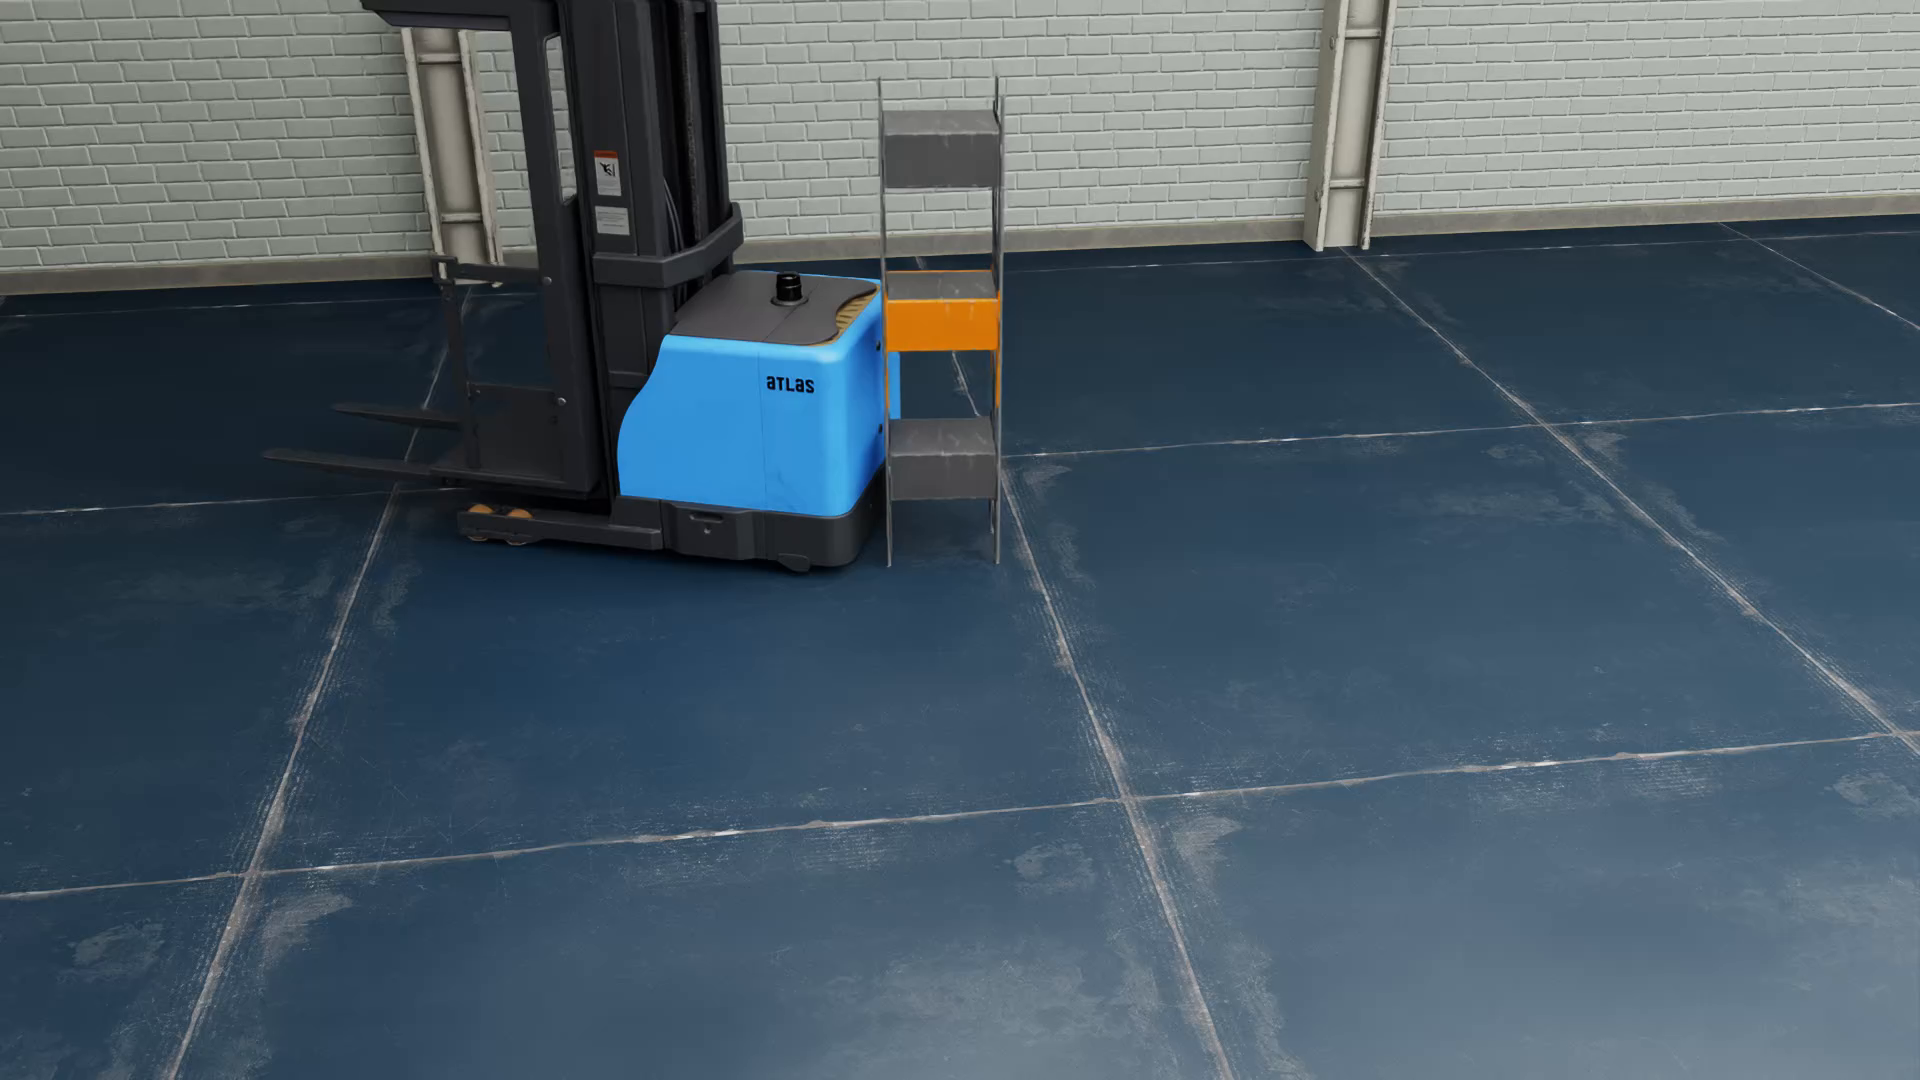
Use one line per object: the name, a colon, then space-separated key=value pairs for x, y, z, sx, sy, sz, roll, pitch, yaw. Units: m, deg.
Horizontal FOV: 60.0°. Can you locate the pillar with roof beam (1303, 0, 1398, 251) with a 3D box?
pillar with roof beam: x=3.279 y=-4.175 z=6.029 sx=0.400 sy=9.000 sz=9.100 roll=-4 pitch=27 yaw=-7

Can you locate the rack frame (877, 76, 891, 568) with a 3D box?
rack frame: x=-0.326 y=-0.897 z=7.199 sx=0.015 sy=2.100 sz=0.400 roll=-1 pitch=27 yaw=-2

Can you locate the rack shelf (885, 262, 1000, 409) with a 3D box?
rack shelf: x=-0.082 y=-0.891 z=7.216 sx=0.480 sy=0.518 sz=0.431 roll=-1 pitch=27 yaw=-2

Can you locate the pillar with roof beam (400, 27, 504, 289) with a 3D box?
pillar with roof beam: x=-2.663 y=-3.793 z=5.285 sx=0.400 sy=9.000 sz=9.100 roll=-4 pitch=27 yaw=-7

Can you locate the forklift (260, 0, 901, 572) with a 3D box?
forklift: x=-1.846 y=-1.503 z=7.469 sx=3.031 sy=2.935 sz=1.130 roll=6 pitch=28 yaw=12

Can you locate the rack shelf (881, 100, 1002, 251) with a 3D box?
rack shelf: x=-0.082 y=-1.513 z=6.896 sx=0.480 sy=0.518 sz=0.431 roll=-1 pitch=27 yaw=-2

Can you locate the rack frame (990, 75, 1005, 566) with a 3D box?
rack frame: x=0.161 y=-0.908 z=7.220 sx=0.015 sy=2.100 sz=0.400 roll=-1 pitch=27 yaw=-2

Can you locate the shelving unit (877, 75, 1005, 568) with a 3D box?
shelving unit: x=-0.082 y=-0.903 z=7.209 sx=0.503 sy=2.100 sz=0.431 roll=-1 pitch=27 yaw=-2

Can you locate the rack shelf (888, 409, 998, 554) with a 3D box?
rack shelf: x=-0.083 y=-0.268 z=7.535 sx=0.480 sy=0.518 sz=0.431 roll=-1 pitch=27 yaw=-2
